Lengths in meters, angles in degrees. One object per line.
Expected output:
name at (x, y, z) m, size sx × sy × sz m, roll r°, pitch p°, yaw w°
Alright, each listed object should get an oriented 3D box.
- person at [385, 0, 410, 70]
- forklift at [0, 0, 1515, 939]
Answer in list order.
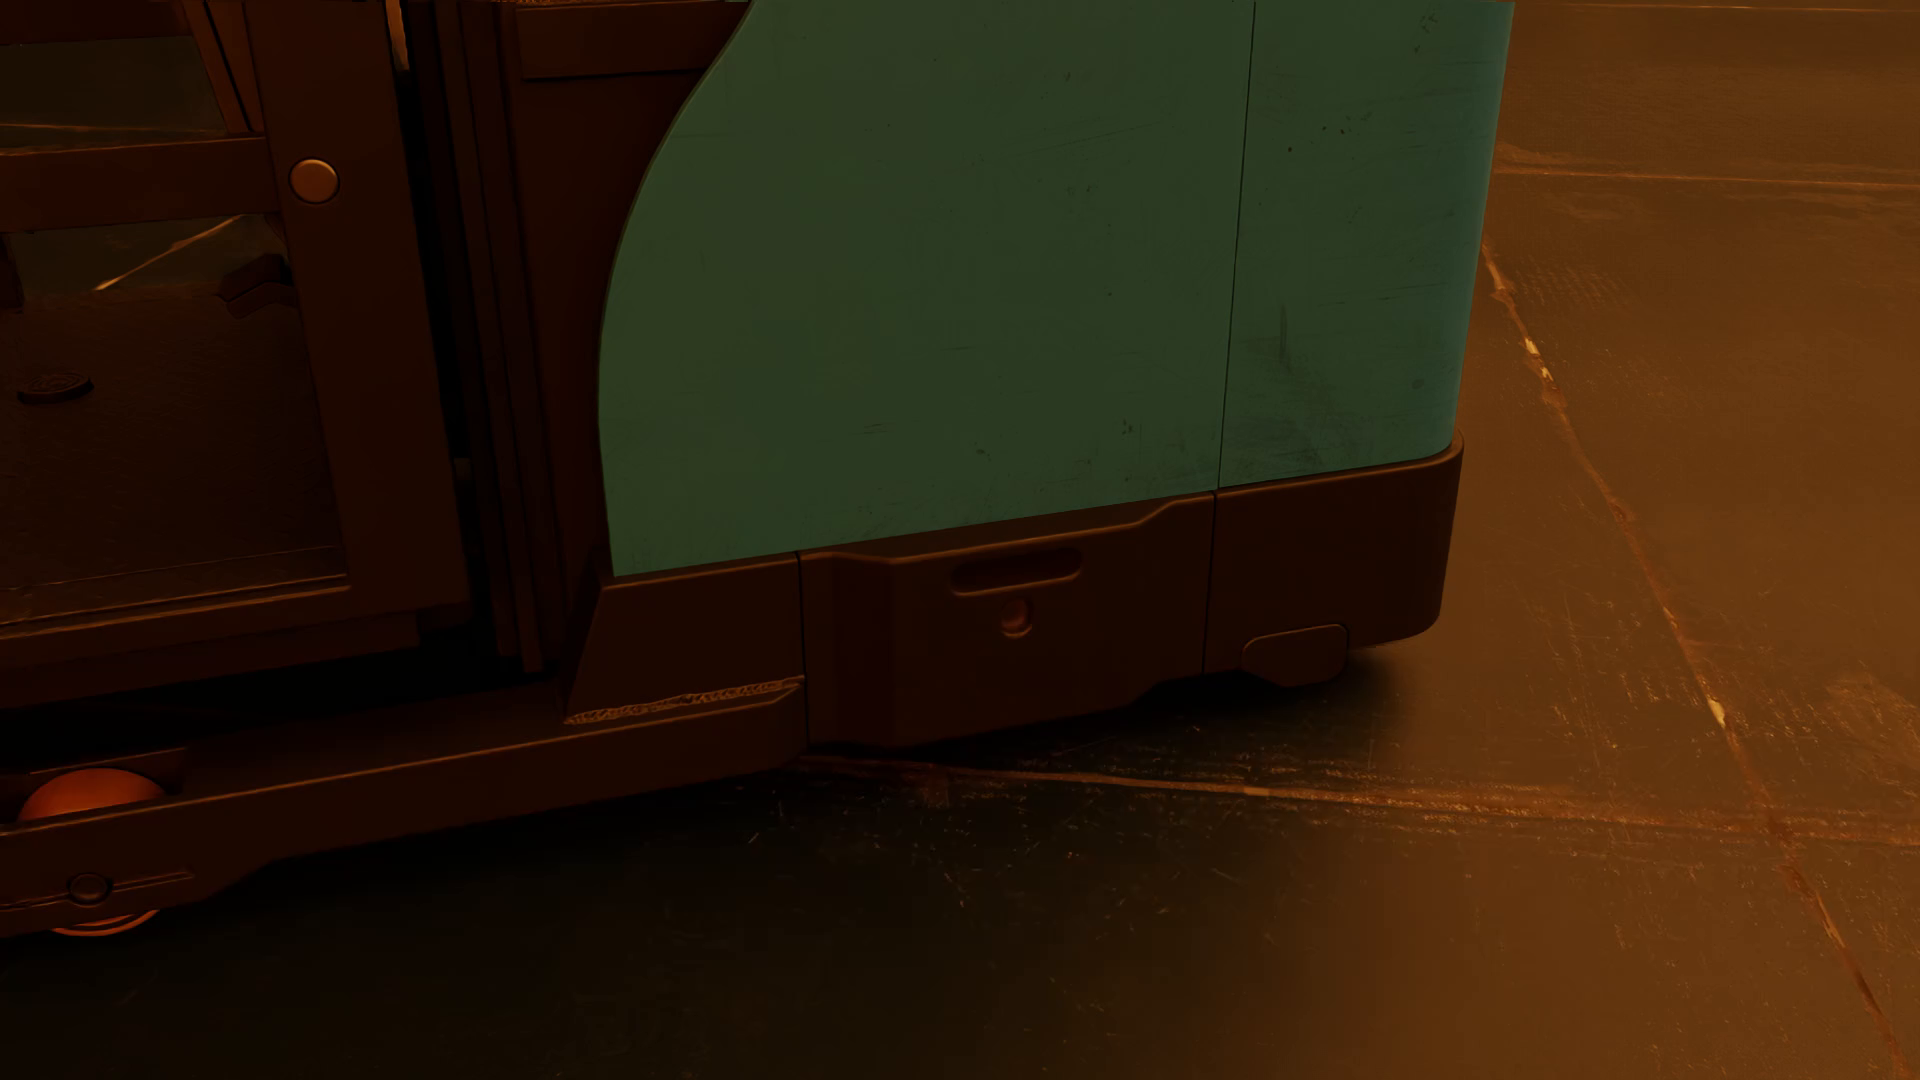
person at (-1.496, -1.970, 4.526) m, size 1.044 × 1.773 × 0.788 m, roll -20°, pitch 33°, yaw -34°
forklift at (-0.950, -1.147, 1.515) m, size 3.031 × 2.935 × 1.130 m, roll -8°, pitch 28°, yaw -16°
